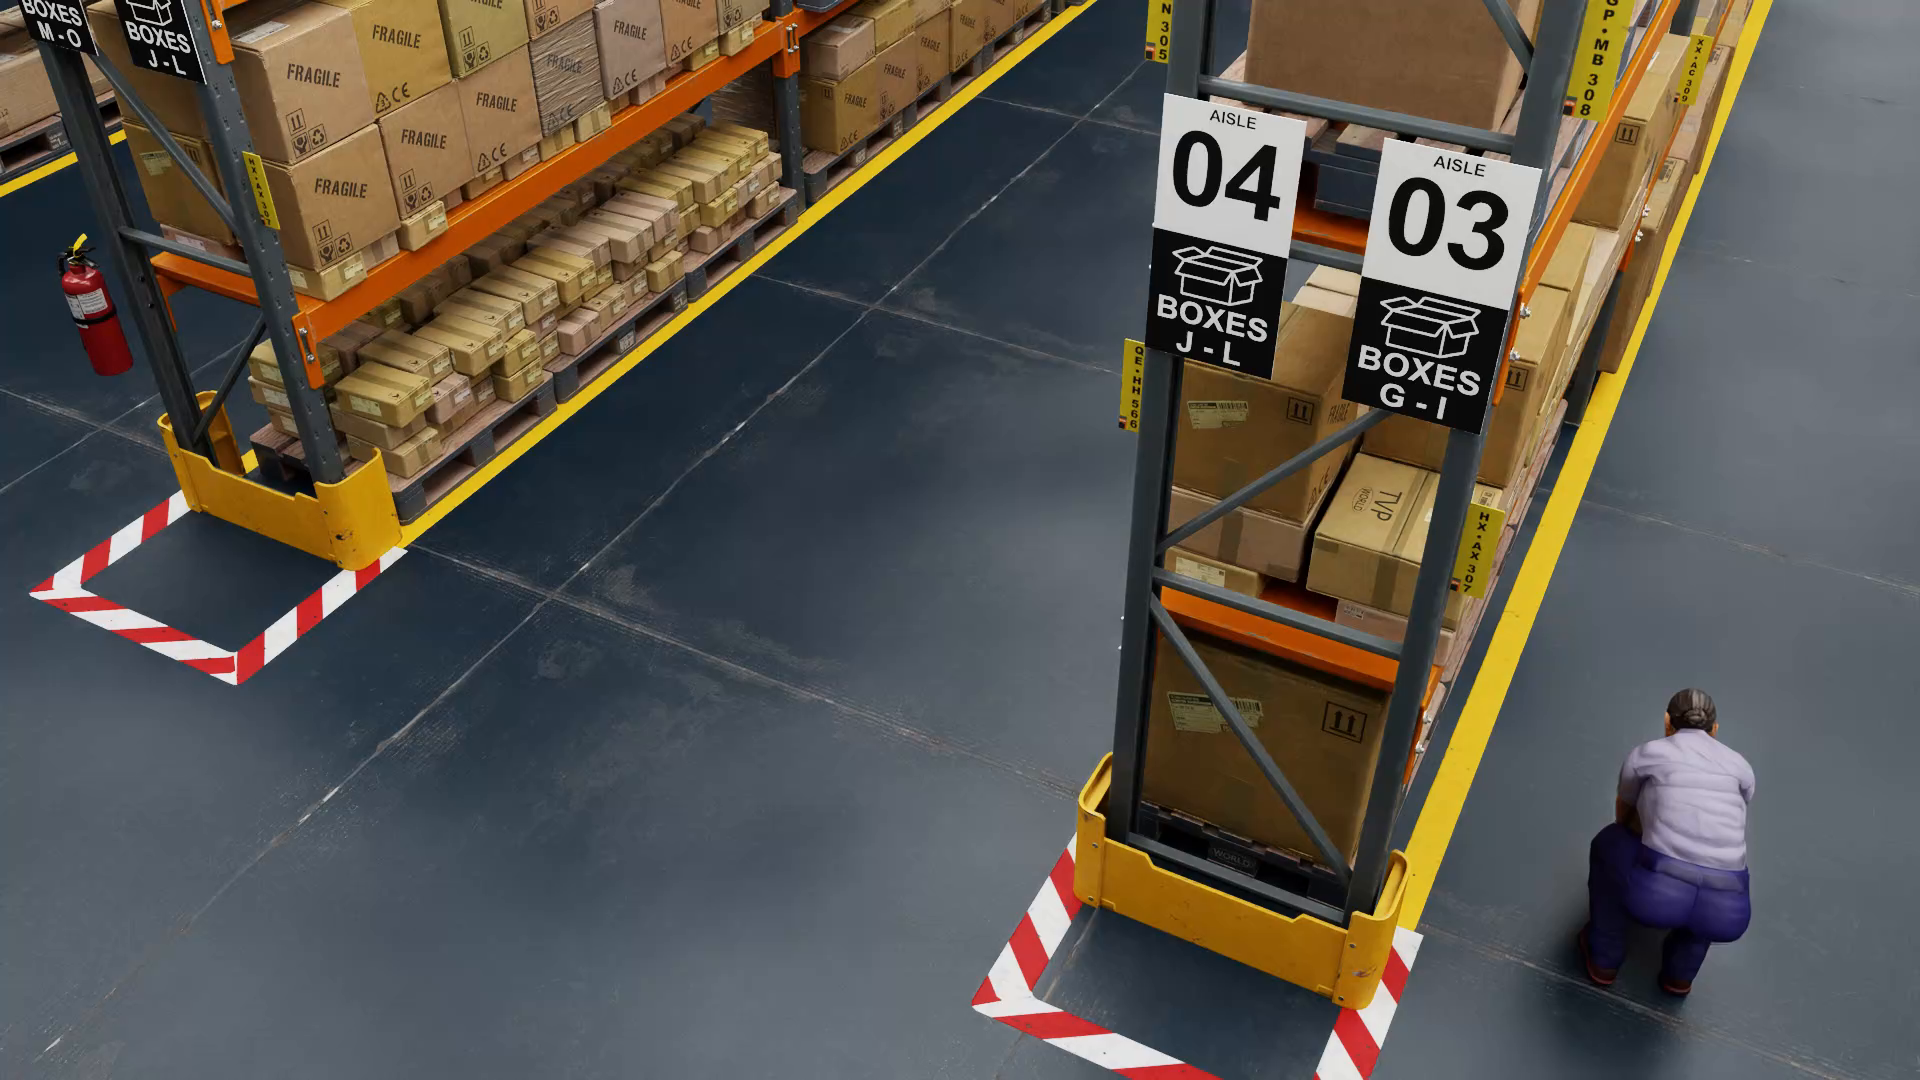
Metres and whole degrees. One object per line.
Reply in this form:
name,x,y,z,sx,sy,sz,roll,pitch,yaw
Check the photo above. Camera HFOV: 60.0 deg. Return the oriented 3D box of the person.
person,2.525,1.121,5.909,0.514,0.946,0.866,11,40,14
